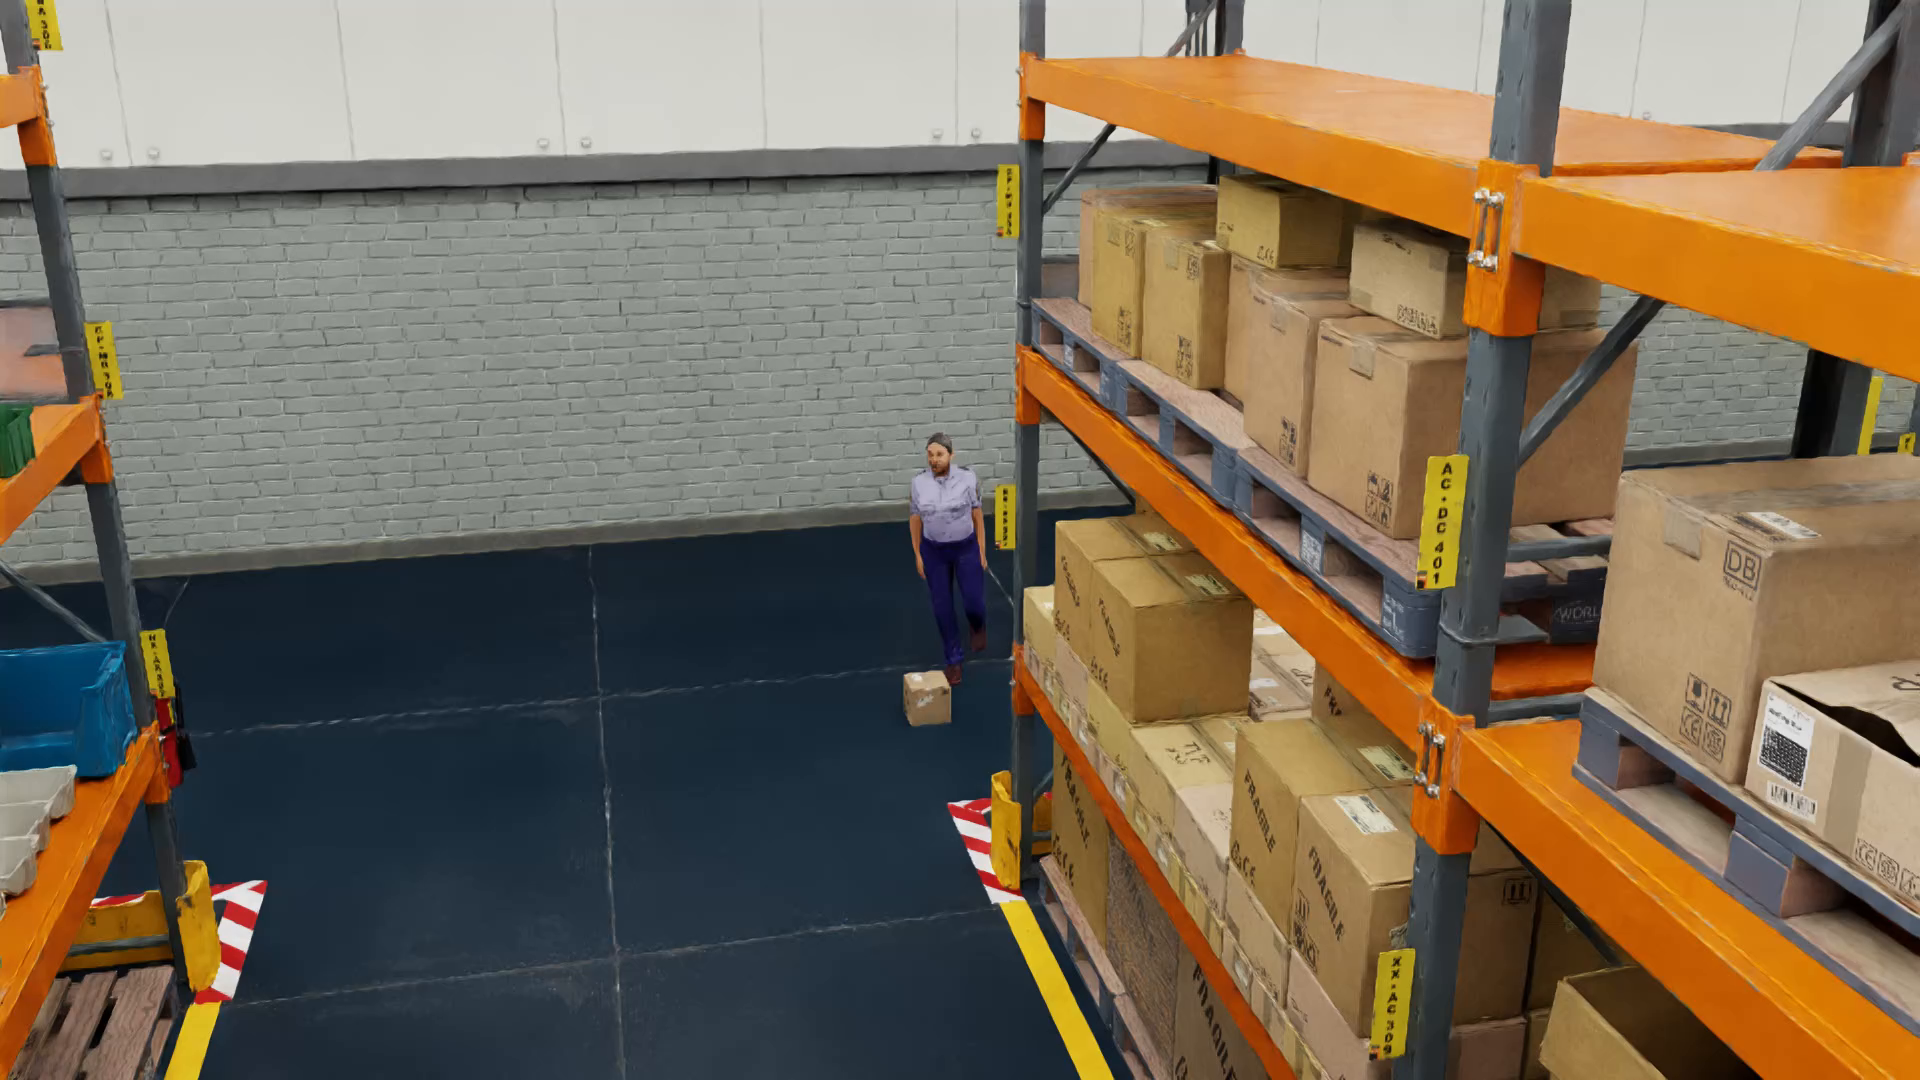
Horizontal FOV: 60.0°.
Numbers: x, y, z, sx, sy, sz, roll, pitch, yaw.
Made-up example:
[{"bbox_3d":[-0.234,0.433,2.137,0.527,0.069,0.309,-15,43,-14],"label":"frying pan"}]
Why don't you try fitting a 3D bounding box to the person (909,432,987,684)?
[{"bbox_3d":[-0.072,0.077,10.863,0.515,1.636,0.625,2,20,5],"label":"person"}]
